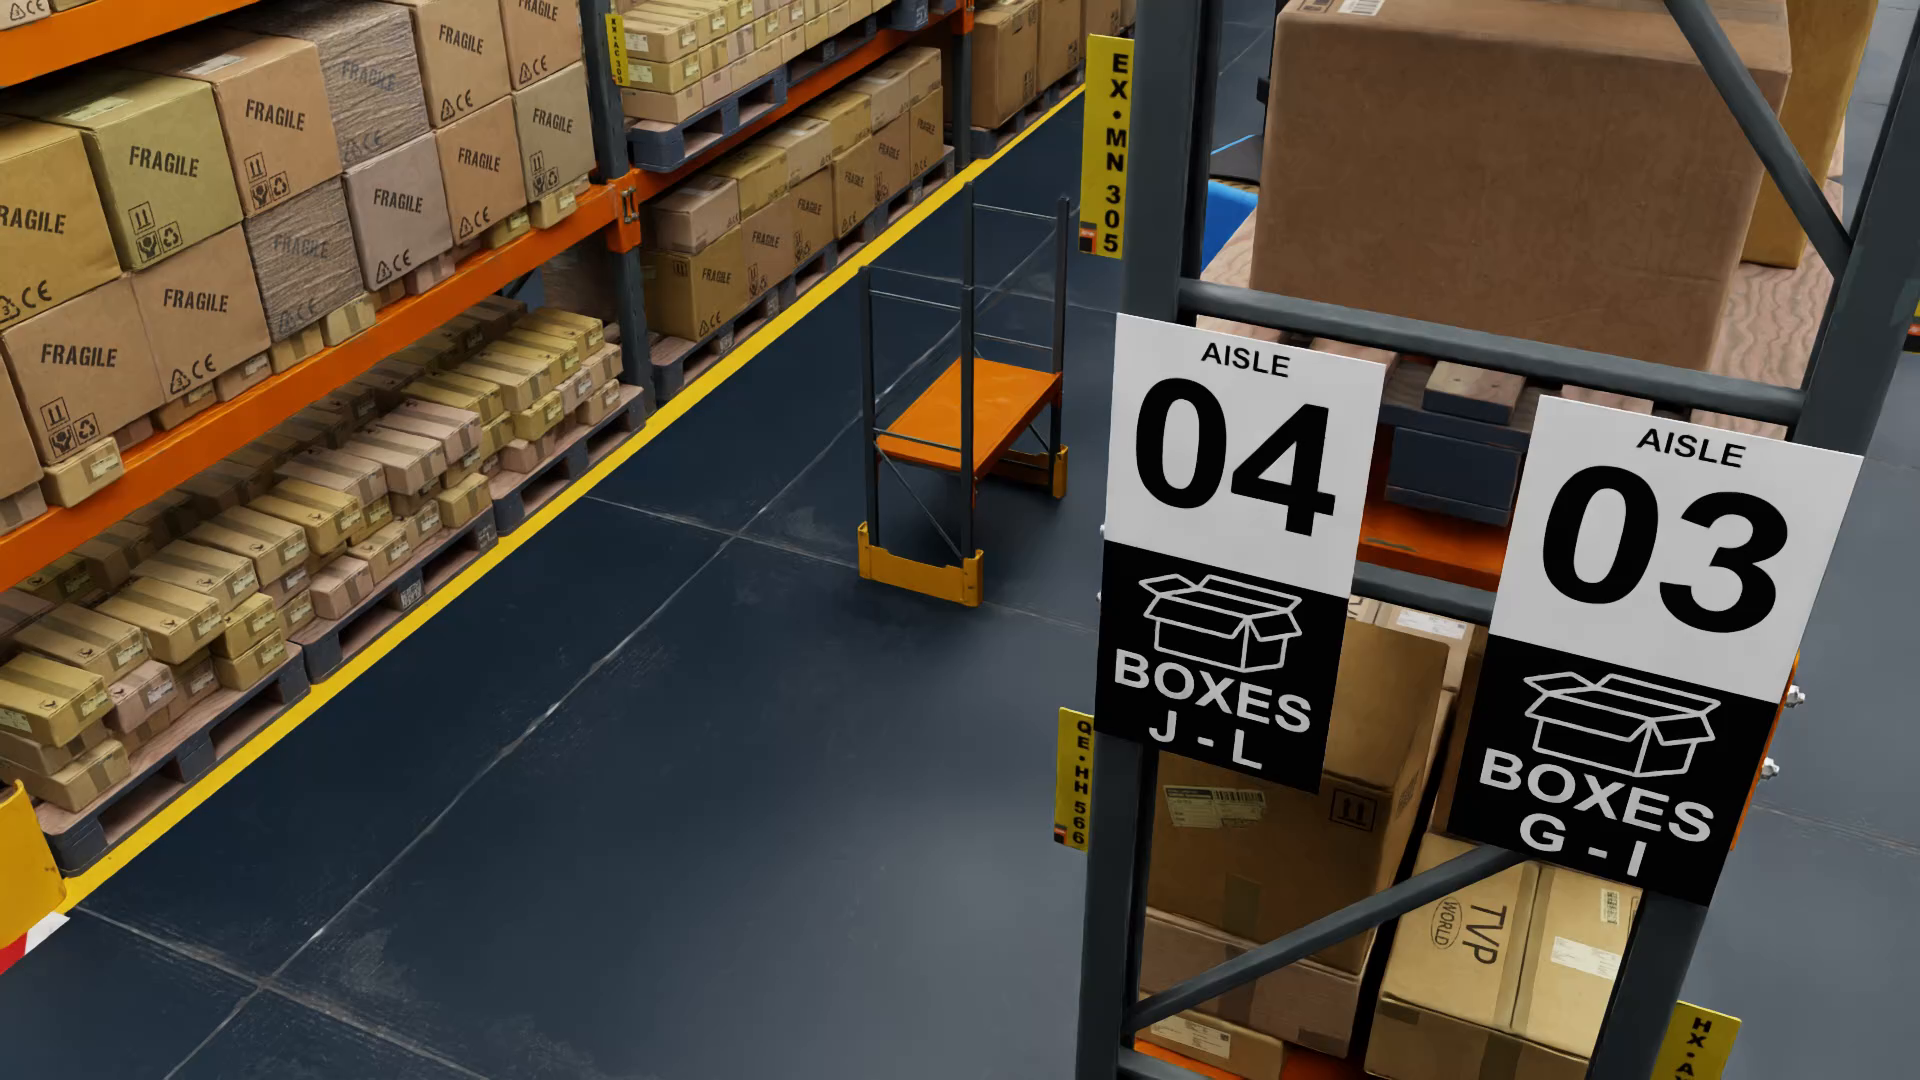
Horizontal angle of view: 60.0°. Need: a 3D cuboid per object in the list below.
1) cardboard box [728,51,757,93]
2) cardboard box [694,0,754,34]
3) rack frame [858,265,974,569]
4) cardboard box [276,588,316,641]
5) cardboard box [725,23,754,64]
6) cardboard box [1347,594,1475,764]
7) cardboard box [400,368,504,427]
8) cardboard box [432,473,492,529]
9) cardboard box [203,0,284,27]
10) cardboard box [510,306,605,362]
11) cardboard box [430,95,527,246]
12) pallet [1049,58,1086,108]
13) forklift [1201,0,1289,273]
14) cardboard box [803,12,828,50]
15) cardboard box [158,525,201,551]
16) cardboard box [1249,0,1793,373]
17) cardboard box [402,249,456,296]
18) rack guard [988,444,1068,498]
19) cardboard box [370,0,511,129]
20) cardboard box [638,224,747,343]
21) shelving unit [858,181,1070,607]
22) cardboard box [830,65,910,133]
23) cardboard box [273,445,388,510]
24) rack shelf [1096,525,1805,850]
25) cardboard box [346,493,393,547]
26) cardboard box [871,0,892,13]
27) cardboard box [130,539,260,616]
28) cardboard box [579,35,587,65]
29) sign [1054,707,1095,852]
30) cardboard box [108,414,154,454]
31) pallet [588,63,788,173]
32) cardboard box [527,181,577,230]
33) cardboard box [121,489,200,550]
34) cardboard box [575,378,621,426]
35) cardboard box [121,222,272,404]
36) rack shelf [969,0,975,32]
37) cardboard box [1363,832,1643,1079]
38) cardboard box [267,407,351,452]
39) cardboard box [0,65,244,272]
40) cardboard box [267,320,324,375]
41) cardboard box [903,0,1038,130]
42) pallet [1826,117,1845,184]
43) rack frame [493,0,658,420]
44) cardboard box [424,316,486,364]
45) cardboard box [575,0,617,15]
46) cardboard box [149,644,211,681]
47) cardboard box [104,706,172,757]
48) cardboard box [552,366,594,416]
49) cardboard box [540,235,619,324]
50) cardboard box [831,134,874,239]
[{"bbox_3d":[-1.276,-2.442,8.584,0.380,0.149,0.250,14,36,21],"label":"cardboard box"},{"bbox_3d":[-1.274,-2.695,8.428,0.380,0.149,0.250,14,36,21],"label":"cardboard box"},{"bbox_3d":[-0.177,-0.417,7.017,0.500,1.500,0.032,14,36,20],"label":"rack frame"},{"bbox_3d":[-2.882,0.278,6.807,0.380,0.149,0.250,14,36,21],"label":"cardboard box"},{"bbox_3d":[-1.281,-2.561,8.495,0.380,0.149,0.250,15,36,22],"label":"cardboard box"},{"bbox_3d":[1.099,0.293,4.433,0.500,0.250,0.500,13,35,19],"label":"cardboard box"},{"bbox_3d":[-2.338,-0.639,7.664,0.380,0.149,0.250,15,36,22],"label":"cardboard box"},{"bbox_3d":[-2.365,-0.212,7.555,0.380,0.149,0.250,14,36,20],"label":"cardboard box"},{"bbox_3d":[-2.930,-1.927,6.680,0.500,0.500,0.500,15,36,21],"label":"cardboard box"},{"bbox_3d":[-1.990,-1.013,8.233,0.380,0.149,0.250,15,36,22],"label":"cardboard box"},{"bbox_3d":[-2.242,-1.620,7.122,0.500,0.500,0.500,13,35,19],"label":"cardboard box"},{"bbox_3d":[0.506,-3.824,13.390,1.003,0.211,1.213,14,36,20],"label":"pallet"},{"bbox_3d":[2.451,-2.694,9.186,1.130,2.935,3.031,27,42,34],"label":"forklift"},{"bbox_3d":[-0.954,-2.830,9.177,0.380,0.149,0.250,14,36,20],"label":"cardboard box"},{"bbox_3d":[-3.369,0.018,6.932,0.380,0.149,0.250,15,36,21],"label":"cardboard box"},{"bbox_3d":[0.880,-0.622,2.662,0.700,0.500,0.500,12,35,18],"label":"cardboard box"},{"bbox_3d":[-2.376,-1.179,7.041,0.380,0.149,0.250,13,35,18],"label":"cardboard box"},{"bbox_3d":[0.240,-0.391,8.118,0.587,0.250,0.087,14,36,20],"label":"rack guard"},{"bbox_3d":[-2.240,-2.047,6.862,0.500,0.500,0.500,13,35,19],"label":"cardboard box"},{"bbox_3d":[-1.528,-1.455,9.130,0.500,0.500,0.500,16,36,22],"label":"cardboard box"},{"bbox_3d":[0.032,-0.665,7.397,0.587,1.500,1.083,14,36,20],"label":"shelving unit"},{"bbox_3d":[-0.654,-2.799,10.495,0.500,0.250,0.500,15,36,21],"label":"cardboard box"},{"bbox_3d":[-2.673,-0.248,7.067,0.380,0.149,0.250,14,36,21],"label":"cardboard box"},{"bbox_3d":[1.548,-0.787,4.135,1.077,0.370,4.000,14,36,20],"label":"rack shelf"},{"bbox_3d":[-2.682,-0.134,7.165,0.380,0.149,0.250,16,36,23],"label":"cardboard box"},{"bbox_3d":[-0.625,-3.220,9.771,0.380,0.149,0.250,13,35,18],"label":"cardboard box"},{"bbox_3d":[-2.967,0.156,6.451,0.380,0.149,0.250,12,35,18],"label":"cardboard box"},{"bbox_3d":[-2.091,-2.456,8.335,0.380,0.149,0.250,15,36,22],"label":"cardboard box"},{"bbox_3d":[0.224,0.448,3.059,0.100,0.325,0.005,14,36,20],"label":"sign"},{"bbox_3d":[-3.104,-0.425,5.892,0.380,0.149,0.250,16,36,23],"label":"cardboard box"},{"bbox_3d":[-1.626,-2.285,8.673,1.003,0.211,1.213,14,36,20],"label":"pallet"},{"bbox_3d":[-1.993,-1.563,7.627,0.380,0.149,0.250,13,36,19],"label":"cardboard box"},{"bbox_3d":[-3.382,-0.110,6.857,0.380,0.149,0.250,16,36,22],"label":"cardboard box"},{"bbox_3d":[-1.932,-0.727,8.341,0.380,0.149,0.250,15,36,21],"label":"cardboard box"},{"bbox_3d":[-2.895,-0.865,5.971,0.500,0.500,0.500,15,36,21],"label":"cardboard box"},{"bbox_3d":[0.433,-4.705,12.846,1.077,0.370,4.000,14,36,20],"label":"rack shelf"},{"bbox_3d":[1.158,0.924,3.471,0.500,0.250,0.500,13,36,19],"label":"cardboard box"},{"bbox_3d":[-2.948,-0.467,7.401,0.380,0.149,0.250,13,35,19],"label":"cardboard box"},{"bbox_3d":[-2.879,-1.279,5.691,0.500,0.500,0.500,13,36,19],"label":"cardboard box"},{"bbox_3d":[-2.712,-0.795,6.456,0.380,0.149,0.250,16,36,22],"label":"cardboard box"},{"bbox_3d":[-0.068,-3.527,12.062,1.050,0.750,0.750,14,36,20],"label":"cardboard box"},{"bbox_3d":[1.521,-1.036,3.940,1.003,0.211,1.213,14,36,20],"label":"pallet"},{"bbox_3d":[-2.078,-2.017,8.091,1.000,3.000,0.127,14,36,20],"label":"rack frame"},{"bbox_3d":[-2.579,-1.002,8.217,0.380,0.149,0.250,16,36,23],"label":"cardboard box"},{"bbox_3d":[-1.975,-2.716,8.459,0.380,0.149,0.250,13,35,19],"label":"cardboard box"},{"bbox_3d":[-3.111,0.399,6.351,0.380,0.149,0.250,15,36,21],"label":"cardboard box"},{"bbox_3d":[-3.206,0.655,6.233,0.380,0.149,0.250,14,36,20],"label":"cardboard box"},{"bbox_3d":[-2.023,-0.758,8.116,0.380,0.149,0.250,12,35,18],"label":"cardboard box"},{"bbox_3d":[-1.997,-1.574,9.312,0.500,0.500,0.500,13,36,20],"label":"cardboard box"},{"bbox_3d":[-0.869,-2.227,10.308,0.500,0.500,0.500,13,35,18],"label":"cardboard box"}]
